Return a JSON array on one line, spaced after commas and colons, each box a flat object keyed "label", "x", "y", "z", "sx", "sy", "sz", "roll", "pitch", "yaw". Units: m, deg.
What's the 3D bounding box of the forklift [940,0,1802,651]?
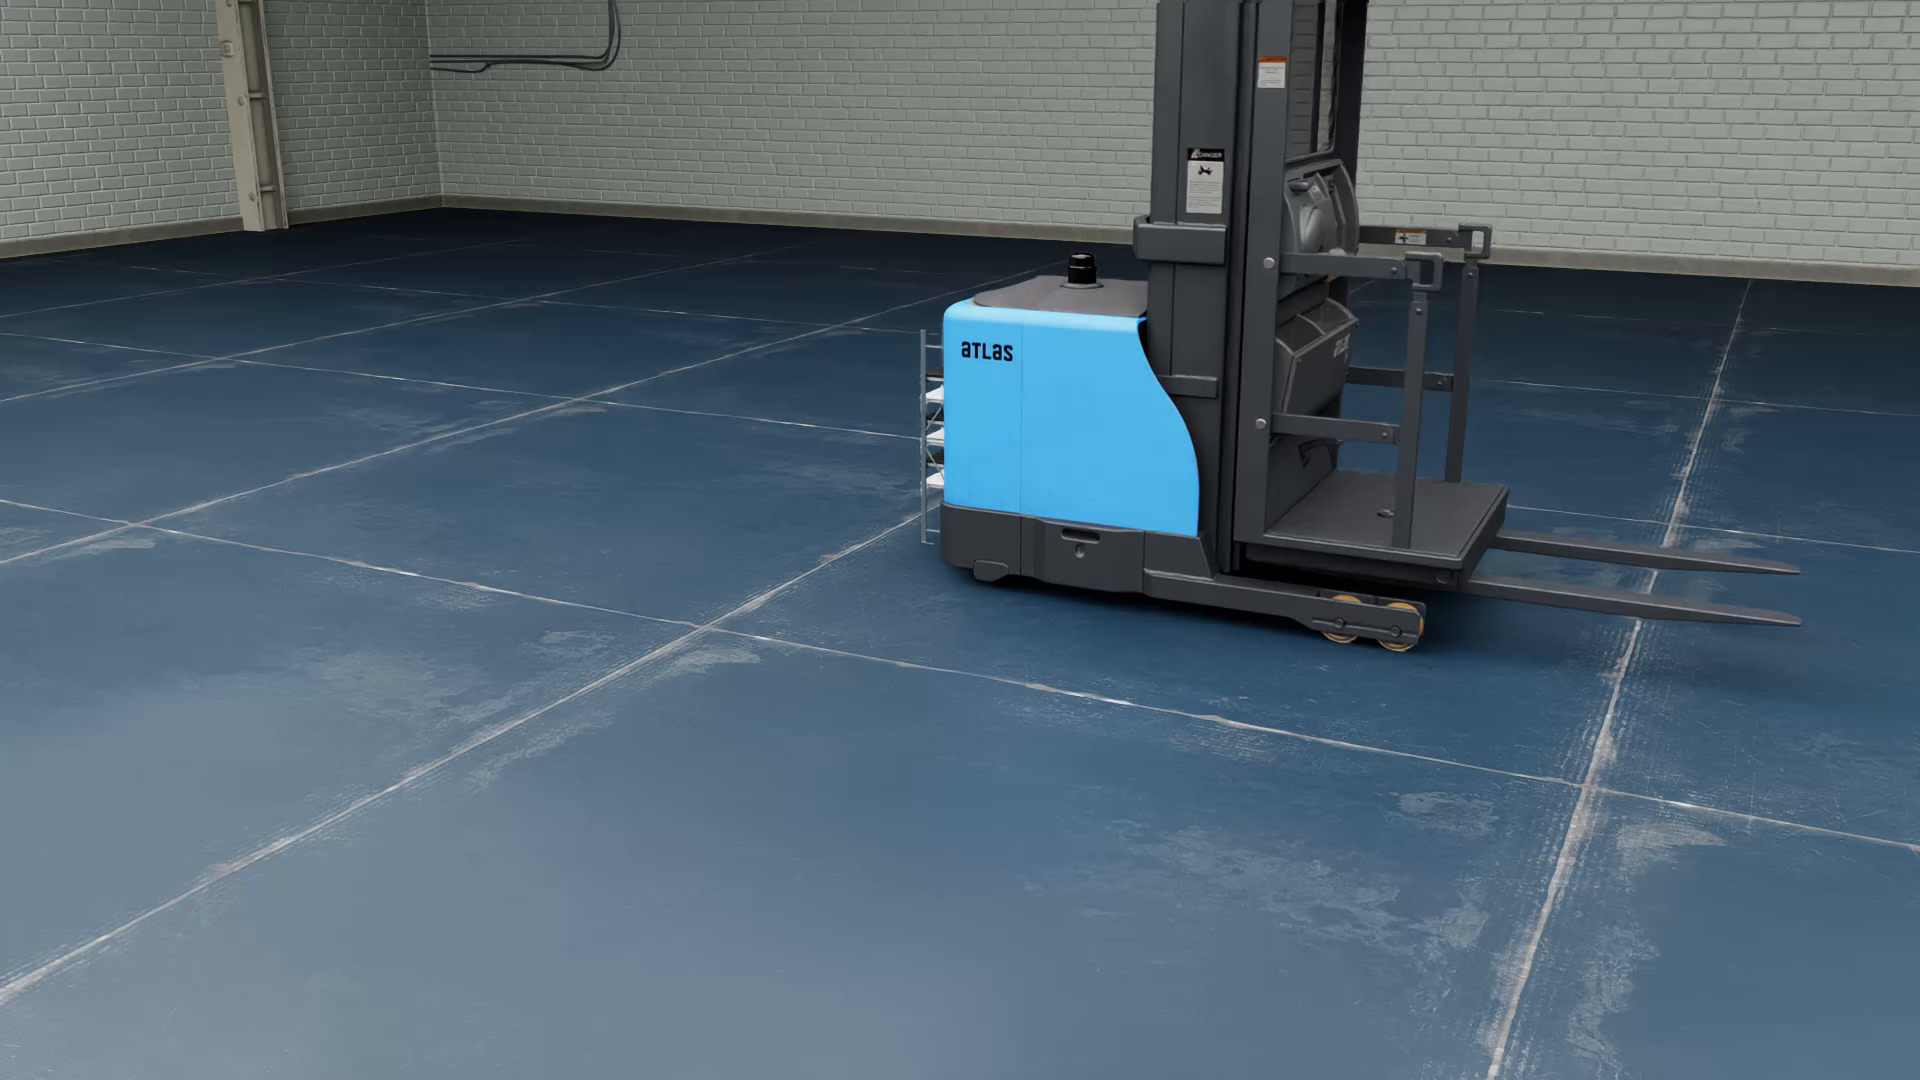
[{"label": "forklift", "x": 1.479, "y": -1.193, "z": 5.895, "sx": 3.031, "sy": 2.935, "sz": 1.130, "roll": 8, "pitch": 18, "yaw": 25}]

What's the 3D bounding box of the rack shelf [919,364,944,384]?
[{"label": "rack shelf", "x": -0.007, "y": -0.657, "z": 6.823, "sx": 0.258, "sy": 0.077, "sz": 0.200, "roll": 8, "pitch": 18, "yaw": 24}]

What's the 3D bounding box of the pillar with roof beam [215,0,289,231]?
[{"label": "pillar with roof beam", "x": -4.066, "y": -7.312, "z": 15.837, "sx": 9.100, "sy": 9.000, "sz": 0.400, "roll": 8, "pitch": 18, "yaw": 25}]

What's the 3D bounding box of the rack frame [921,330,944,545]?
[{"label": "rack frame", "x": -0.050, "y": -0.404, "z": 6.802, "sx": 0.240, "sy": 0.900, "sz": 0.006, "roll": 8, "pitch": 18, "yaw": 24}]

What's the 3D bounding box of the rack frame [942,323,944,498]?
[{"label": "rack frame", "x": 0.036, "y": -0.456, "z": 6.979, "sx": 0.240, "sy": 0.900, "sz": 0.006, "roll": 8, "pitch": 18, "yaw": 24}]

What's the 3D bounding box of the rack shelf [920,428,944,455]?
[{"label": "rack shelf", "x": -0.007, "y": -0.398, "z": 6.900, "sx": 0.258, "sy": 0.077, "sz": 0.200, "roll": 8, "pitch": 18, "yaw": 24}]

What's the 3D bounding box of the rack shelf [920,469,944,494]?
[{"label": "rack shelf", "x": -0.007, "y": -0.226, "z": 6.952, "sx": 0.258, "sy": 0.077, "sz": 0.200, "roll": 8, "pitch": 18, "yaw": 24}]

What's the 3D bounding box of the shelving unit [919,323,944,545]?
[{"label": "shelving unit", "x": -0.007, "y": -0.430, "z": 6.891, "sx": 0.258, "sy": 0.900, "sz": 0.210, "roll": 8, "pitch": 18, "yaw": 24}]

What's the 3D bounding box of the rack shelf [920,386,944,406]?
[{"label": "rack shelf", "x": -0.007, "y": -0.571, "z": 6.849, "sx": 0.258, "sy": 0.077, "sz": 0.200, "roll": 8, "pitch": 18, "yaw": 24}]

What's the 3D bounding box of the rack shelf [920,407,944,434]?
[{"label": "rack shelf", "x": -0.007, "y": -0.484, "z": 6.874, "sx": 0.258, "sy": 0.077, "sz": 0.200, "roll": 8, "pitch": 18, "yaw": 24}]

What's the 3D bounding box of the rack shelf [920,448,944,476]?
[{"label": "rack shelf", "x": -0.007, "y": -0.312, "z": 6.926, "sx": 0.258, "sy": 0.077, "sz": 0.200, "roll": 8, "pitch": 18, "yaw": 24}]

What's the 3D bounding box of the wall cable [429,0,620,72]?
[{"label": "wall cable", "x": -5.418, "y": -6.953, "z": 20.083, "sx": 3.097, "sy": 2.526, "sz": 0.112, "roll": 8, "pitch": 18, "yaw": 25}]
